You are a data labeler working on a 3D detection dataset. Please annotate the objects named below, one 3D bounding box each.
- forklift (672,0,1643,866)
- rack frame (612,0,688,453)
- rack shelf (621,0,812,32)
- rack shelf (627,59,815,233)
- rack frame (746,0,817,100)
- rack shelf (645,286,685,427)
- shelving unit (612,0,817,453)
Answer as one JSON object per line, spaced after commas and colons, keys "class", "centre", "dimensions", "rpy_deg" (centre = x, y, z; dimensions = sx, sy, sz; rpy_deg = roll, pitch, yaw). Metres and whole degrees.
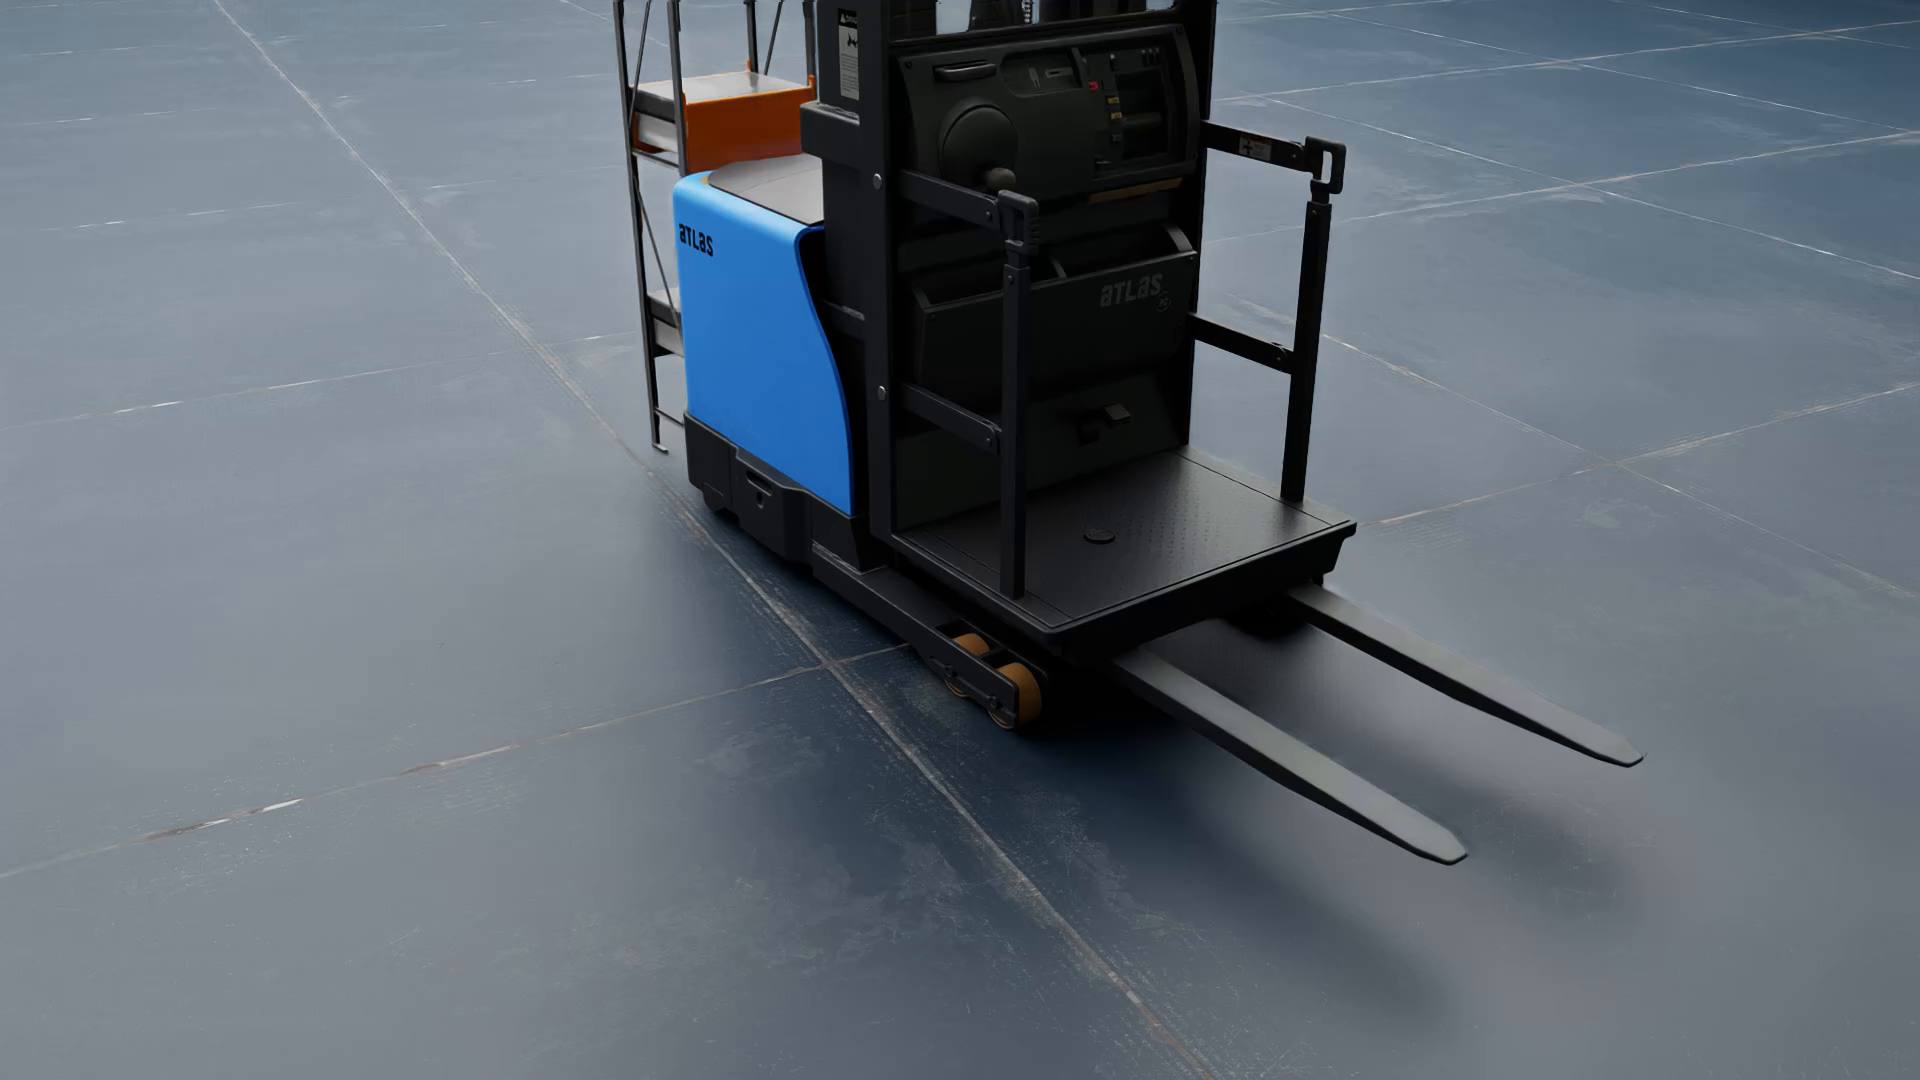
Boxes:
{"class": "forklift", "centre": [0.373, -1.079, 4.110], "dimensions": [1.130, 2.935, 3.031], "rpy_deg": [-17, 31, -32]}
{"class": "rack frame", "centre": [-0.979, -1.221, 5.363], "dimensions": [0.015, 2.100, 0.400], "rpy_deg": [-18, 31, -33]}
{"class": "rack shelf", "centre": [-0.788, -1.905, 5.203], "dimensions": [0.480, 0.518, 0.431], "rpy_deg": [-18, 31, -33]}
{"class": "rack shelf", "centre": [-0.785, -1.273, 5.502], "dimensions": [0.480, 0.518, 0.431], "rpy_deg": [-18, 31, -33]}
{"class": "rack frame", "centre": [-0.591, -1.349, 5.630], "dimensions": [0.015, 2.100, 0.400], "rpy_deg": [-18, 31, -33]}
{"class": "rack shelf", "centre": [-0.782, -0.640, 5.801], "dimensions": [0.480, 0.518, 0.431], "rpy_deg": [-18, 31, -33]}
{"class": "shelving unit", "centre": [-0.785, -1.285, 5.496], "dimensions": [0.503, 2.100, 0.431], "rpy_deg": [-18, 31, -33]}
